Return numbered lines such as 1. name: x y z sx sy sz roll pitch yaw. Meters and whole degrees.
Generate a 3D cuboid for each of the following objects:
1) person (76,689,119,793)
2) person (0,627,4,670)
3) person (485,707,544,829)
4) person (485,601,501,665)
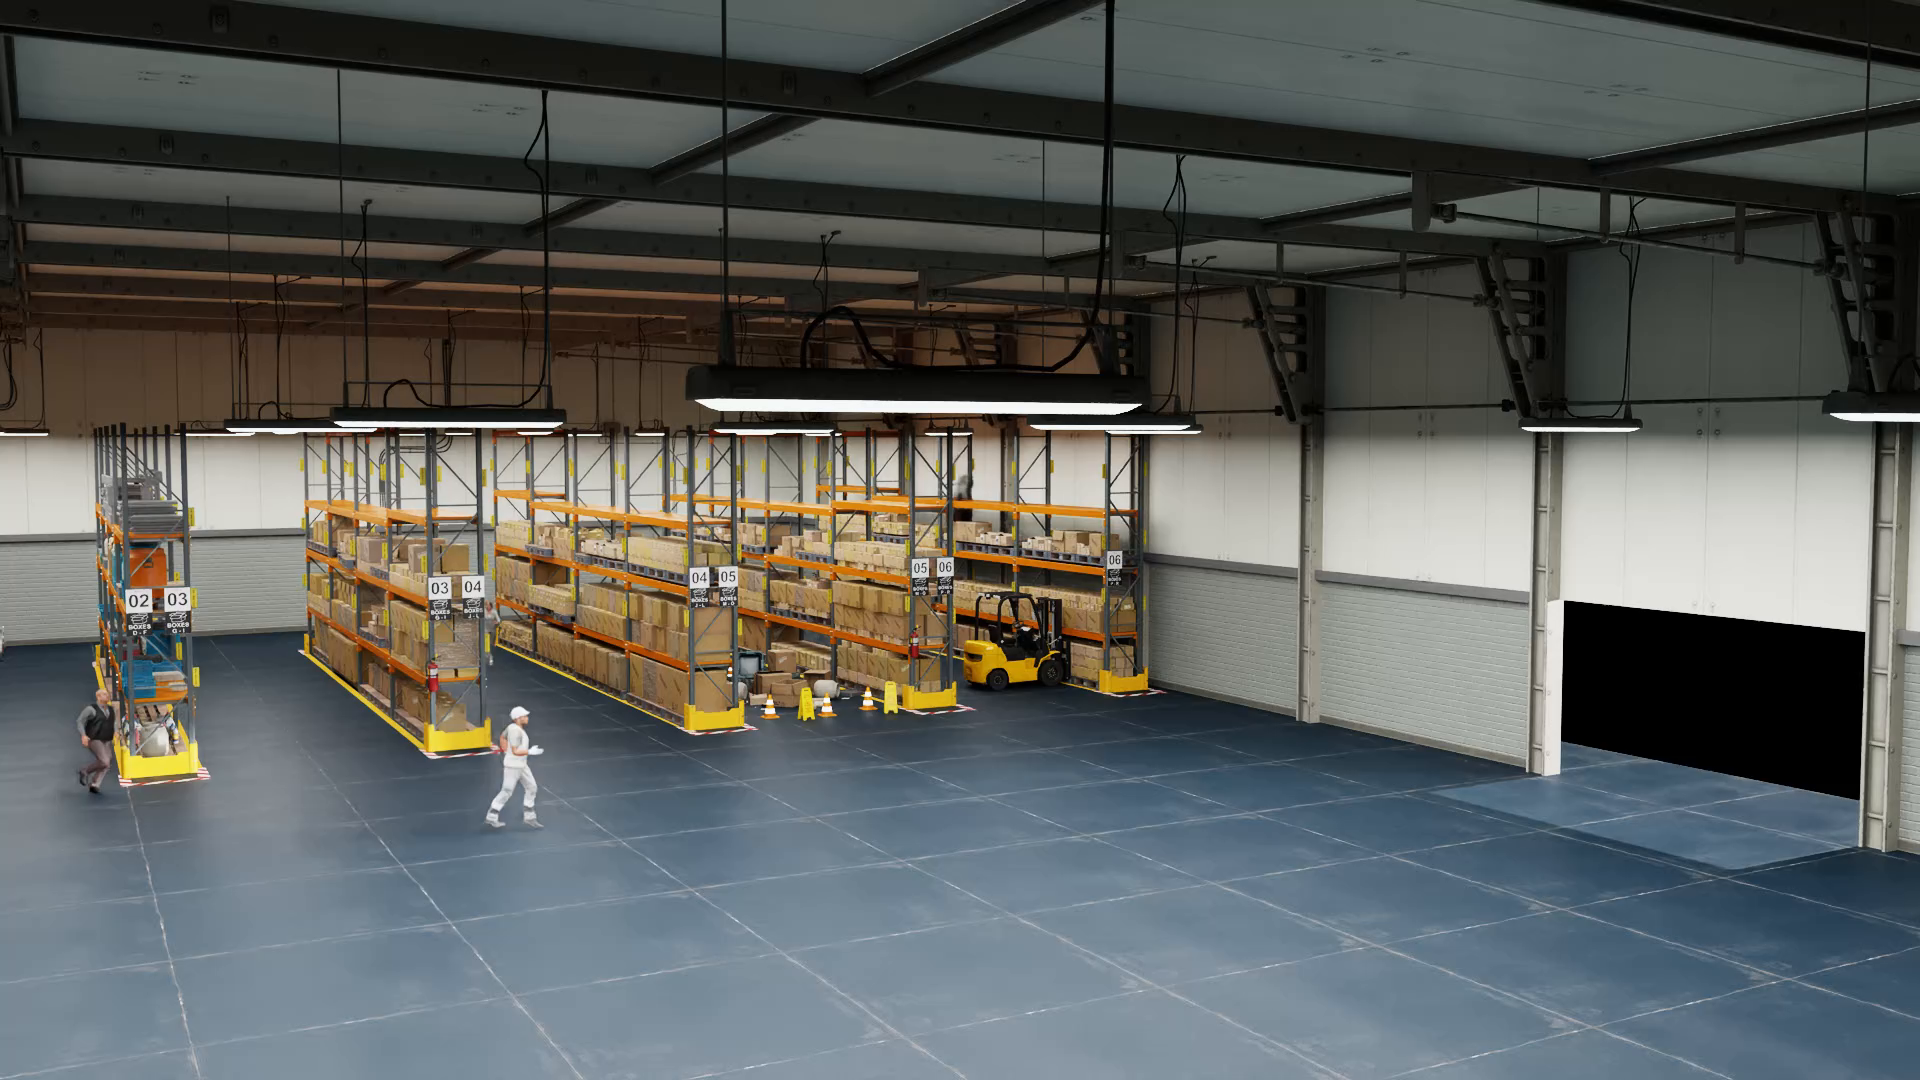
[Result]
1. person: -13.948 3.260 27.061 0.530 1.648 0.684 1 4 22
2. person: -22.150 2.553 37.988 0.661 1.772 0.894 -3 5 -43
3. person: -6.509 3.352 24.311 0.865 1.832 0.592 0 3 -3
4. person: -12.016 2.356 42.516 0.528 1.604 0.801 -2 4 -24
